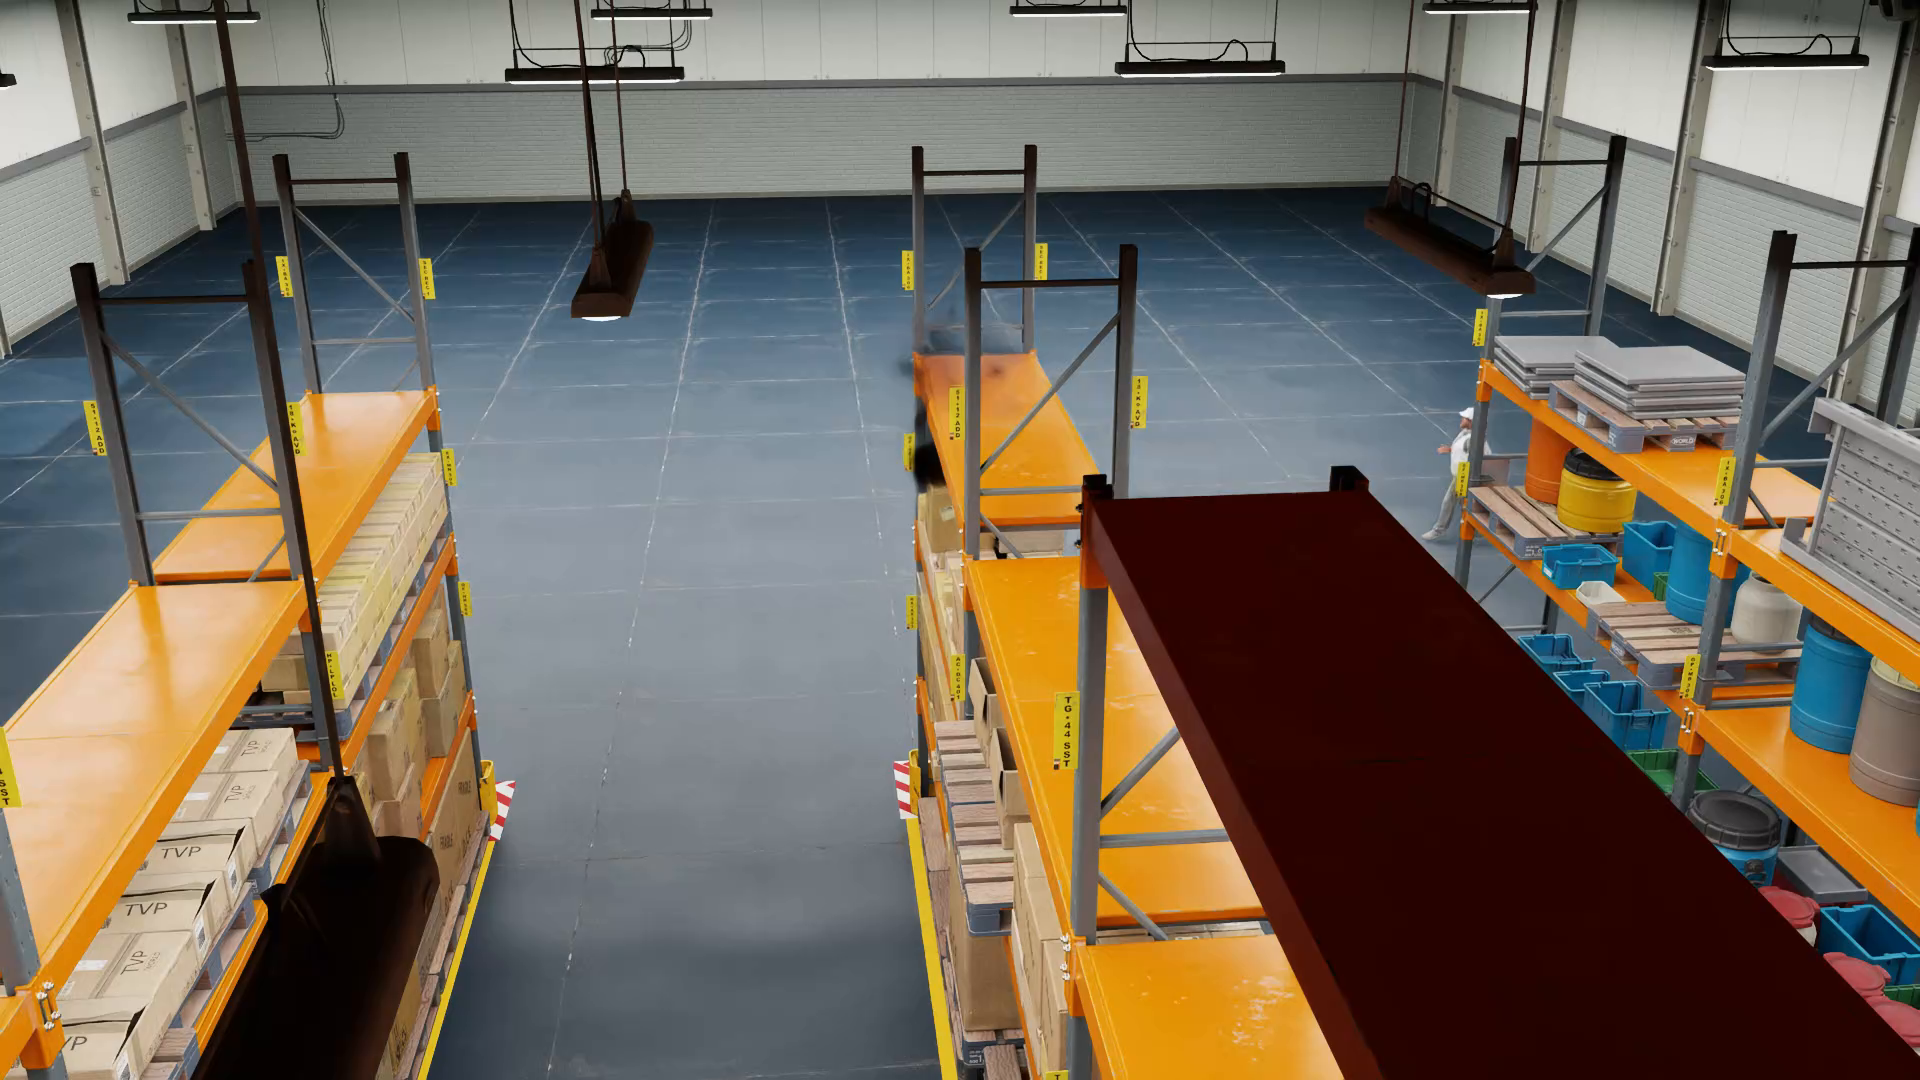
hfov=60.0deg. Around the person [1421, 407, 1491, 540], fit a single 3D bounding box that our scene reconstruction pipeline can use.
[{"bbox_3d":[6.492,-0.845,21.345,0.954,1.789,0.658,4,22,10],"label":"person"}]
